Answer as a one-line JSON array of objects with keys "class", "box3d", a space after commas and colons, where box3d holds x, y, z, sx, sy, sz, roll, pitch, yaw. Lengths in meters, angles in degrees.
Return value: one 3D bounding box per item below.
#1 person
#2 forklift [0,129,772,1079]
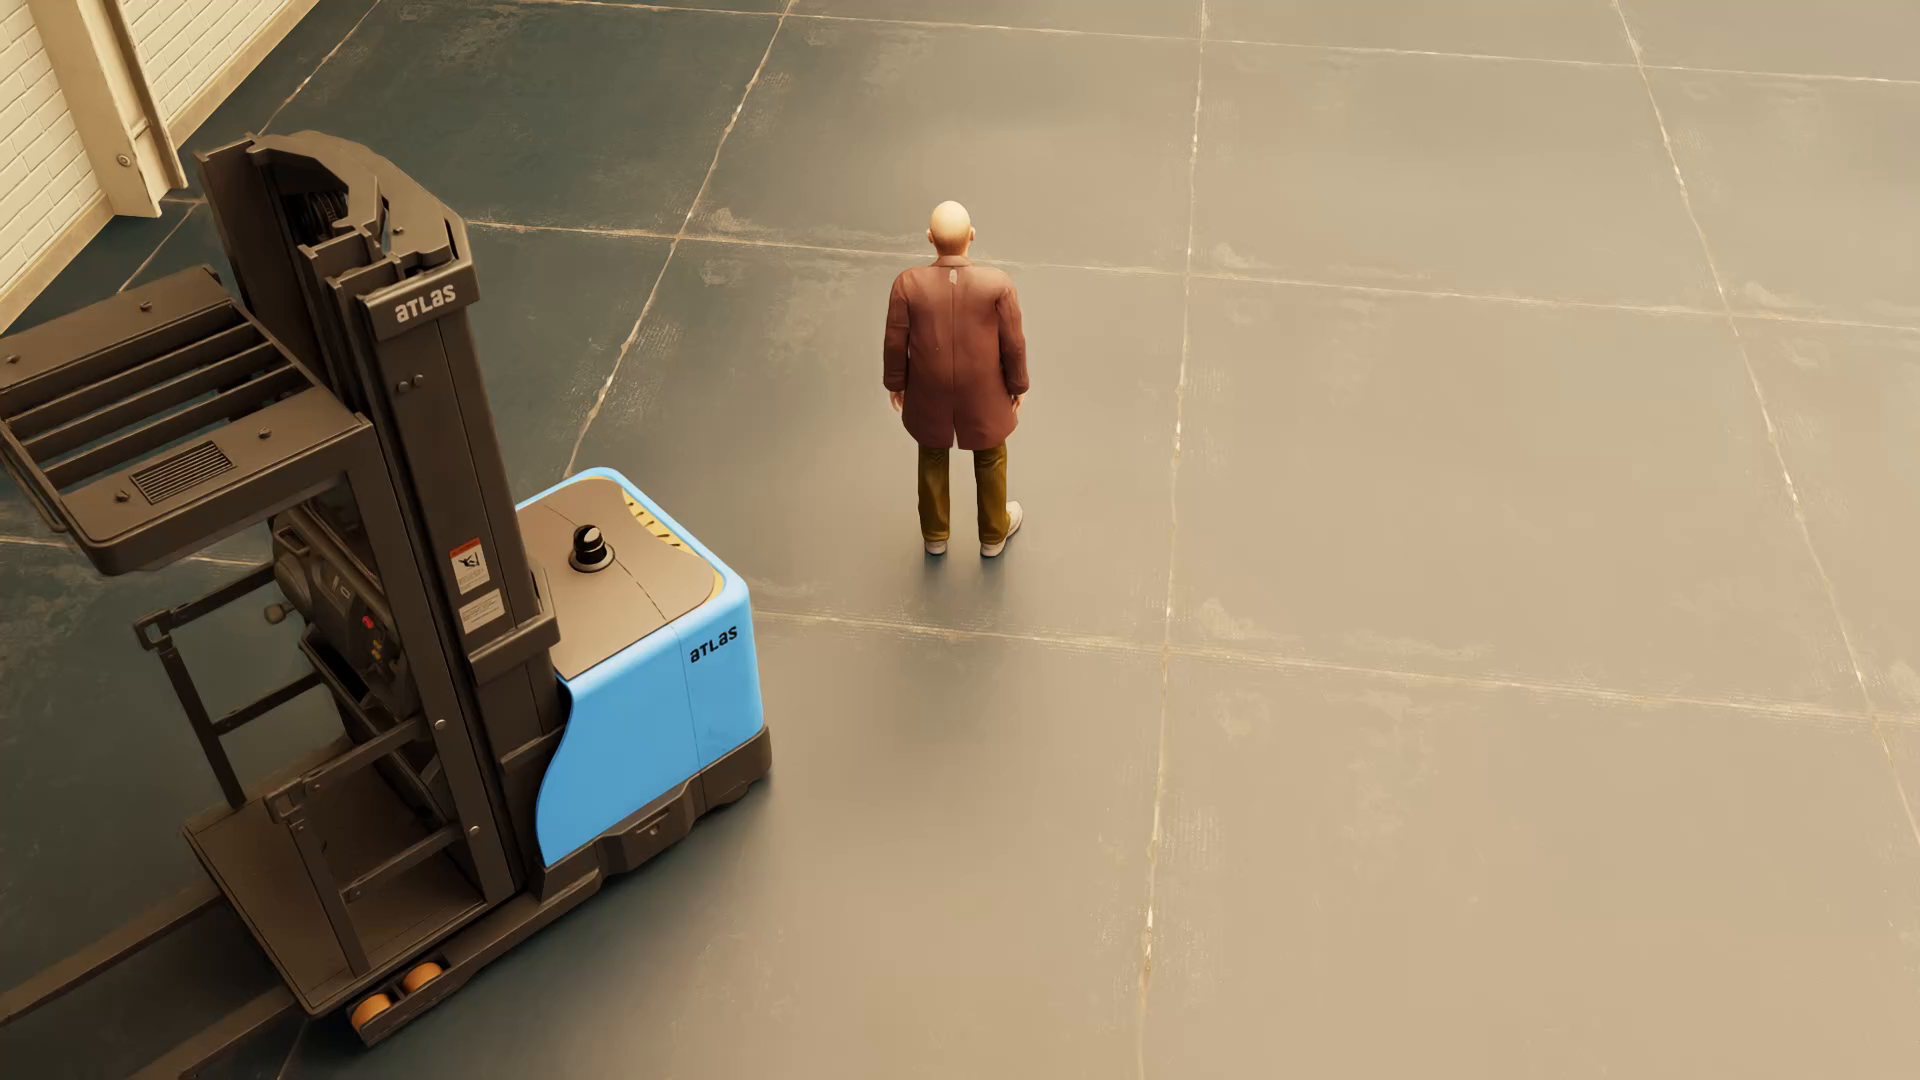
[{"class": "person", "box3d": [-0.017, -0.677, 7.317, 0.645, 1.772, 0.434, 3, 43, 3]}, {"class": "forklift", "box3d": [-2.200, 0.304, 5.393, 3.031, 2.935, 1.130, -31, 51, -30]}]
